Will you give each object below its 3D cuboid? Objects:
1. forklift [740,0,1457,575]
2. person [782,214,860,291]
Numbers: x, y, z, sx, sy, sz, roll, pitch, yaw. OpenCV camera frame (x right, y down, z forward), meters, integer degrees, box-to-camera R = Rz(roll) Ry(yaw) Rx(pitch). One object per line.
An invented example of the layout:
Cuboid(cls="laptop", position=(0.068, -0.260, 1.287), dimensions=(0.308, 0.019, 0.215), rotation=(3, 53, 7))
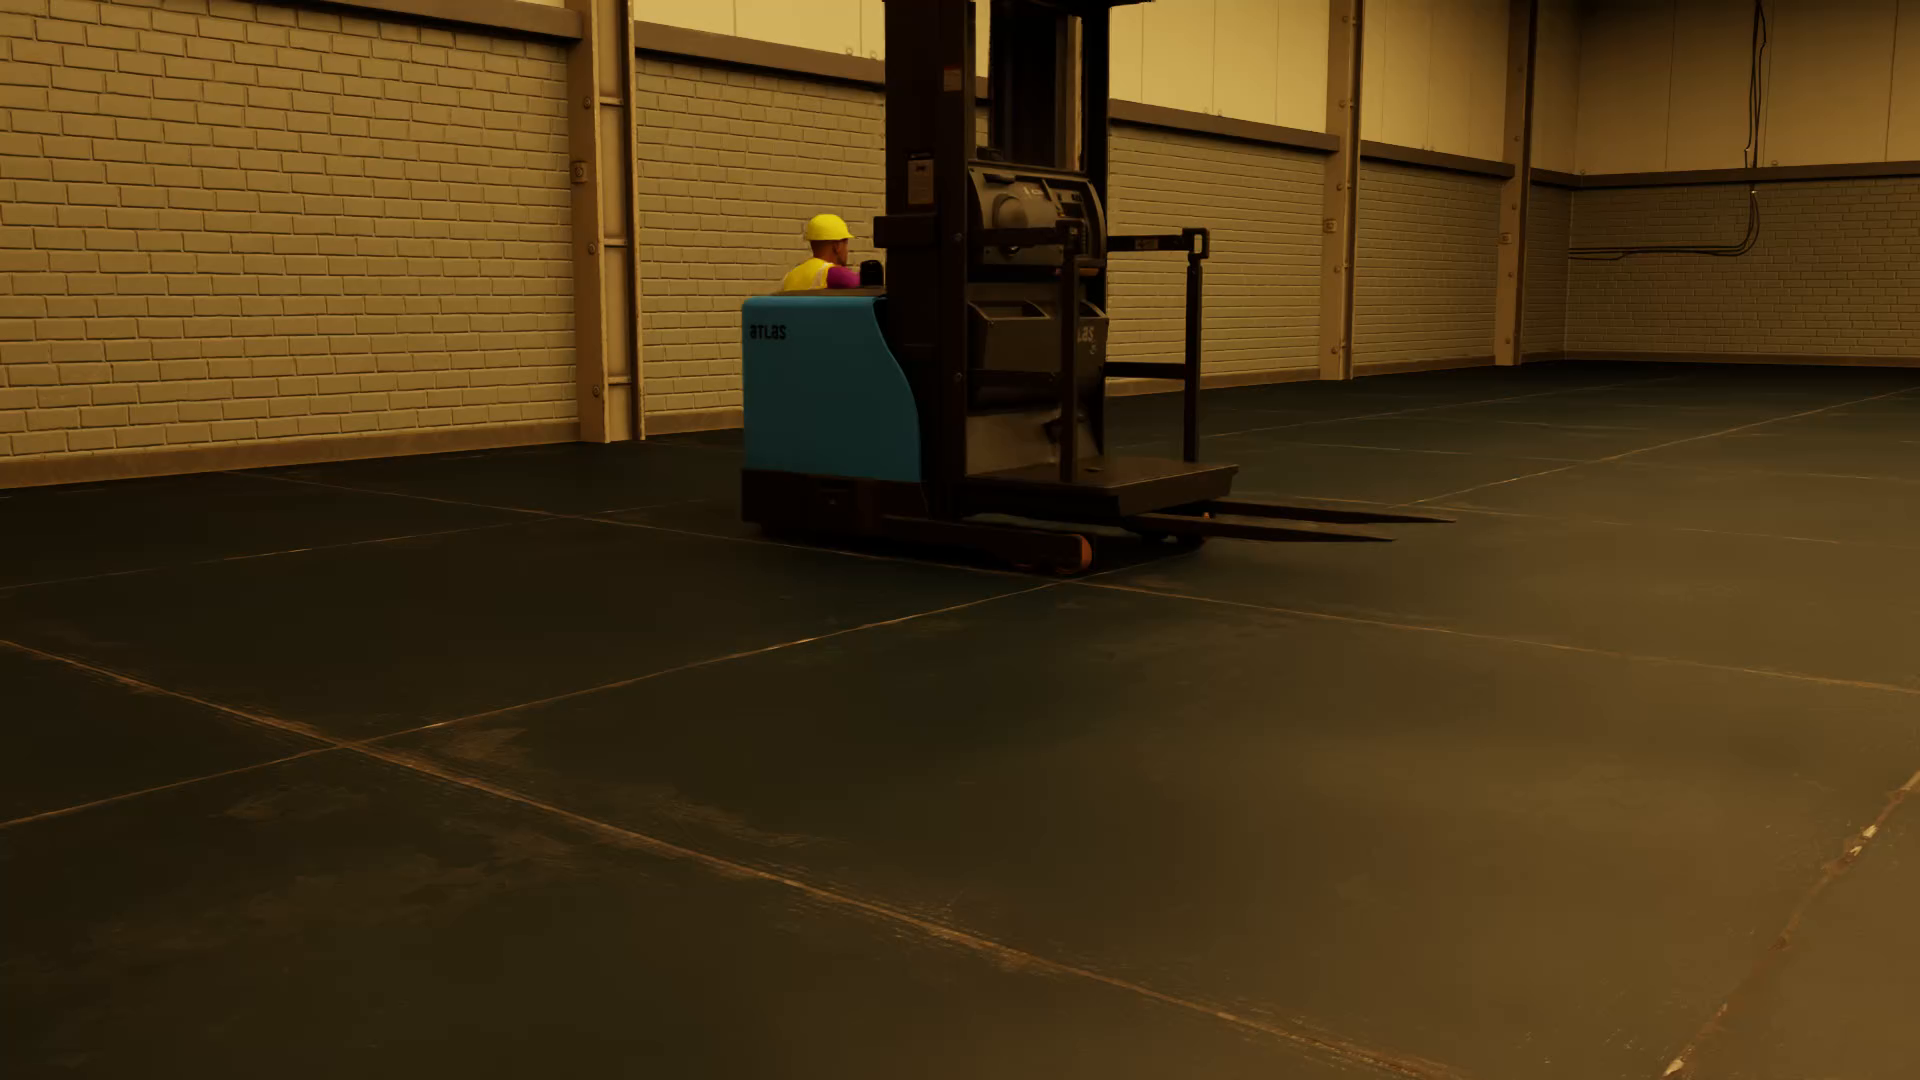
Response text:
Cuboid(cls="forklift", position=(0.499, -1.399, 6.842), dimensions=(3.031, 2.935, 1.130), rotation=(6, 10, 36))
Cuboid(cls="person", position=(-0.510, -0.968, 8.891), dimensions=(0.926, 1.508, 0.874), rotation=(8, 12, 44))
